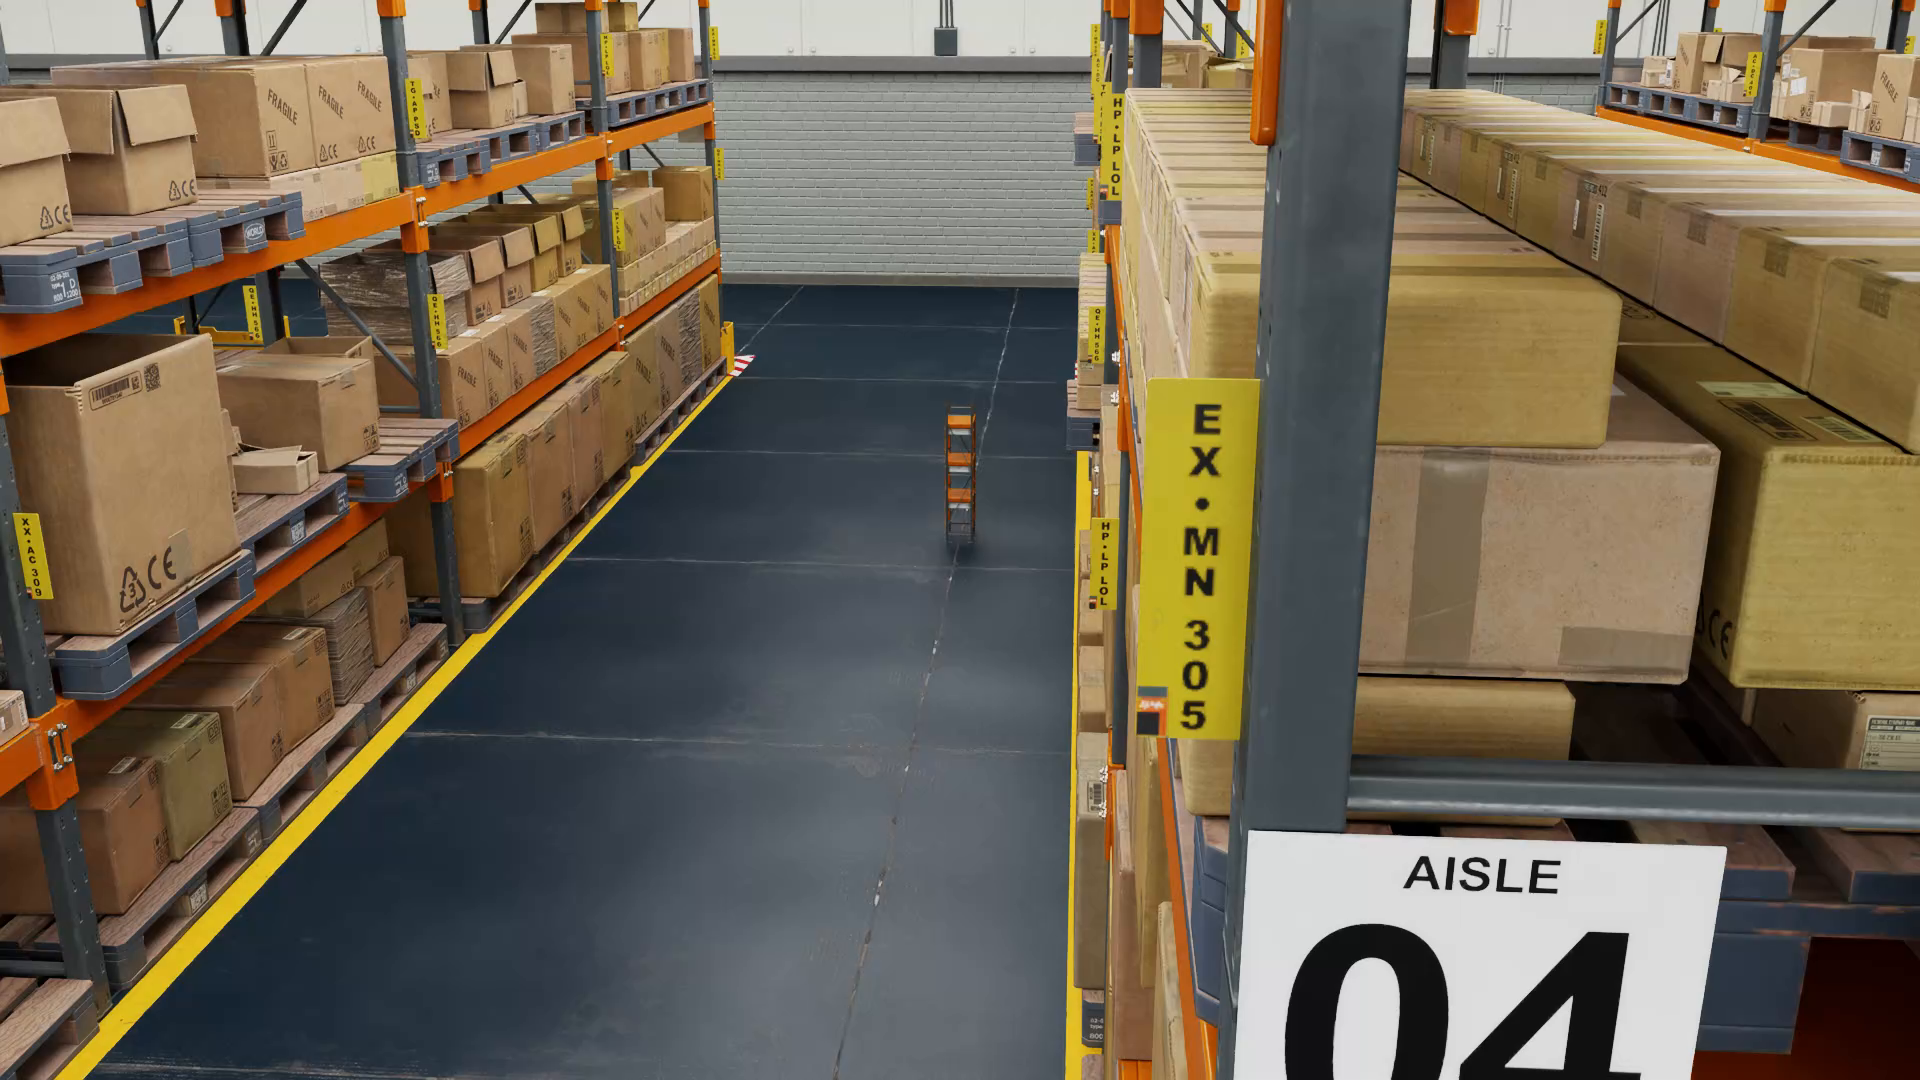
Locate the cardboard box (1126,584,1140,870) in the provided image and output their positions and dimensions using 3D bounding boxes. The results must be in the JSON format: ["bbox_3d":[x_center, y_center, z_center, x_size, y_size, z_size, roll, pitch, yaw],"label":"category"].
[{"bbox_3d":[0.873,0.471,4.193,0.875,0.550,0.550,1,18,4],"label":"cardboard box"}]

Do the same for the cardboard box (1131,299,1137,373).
[{"bbox_3d":[0.578,-0.448,3.725,0.380,0.149,0.250,1,18,4],"label":"cardboard box"}]

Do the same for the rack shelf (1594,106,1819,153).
[{"bbox_3d":[6.694,-3.506,14.645,1.077,0.370,4.000,1,18,4],"label":"rack shelf"}]

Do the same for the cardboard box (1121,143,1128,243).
[{"bbox_3d":[0.718,-0.993,4.748,0.500,0.250,0.500,1,18,4],"label":"cardboard box"}]

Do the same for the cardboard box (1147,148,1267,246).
[{"bbox_3d":[0.523,-0.593,2.886,0.380,0.149,0.250,1,18,3],"label":"cardboard box"}]

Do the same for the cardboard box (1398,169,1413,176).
[{"bbox_3d":[1.217,-0.823,4.229,0.500,0.250,0.500,1,18,4],"label":"cardboard box"}]

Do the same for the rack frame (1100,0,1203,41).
[{"bbox_3d":[1.893,-5.974,16.203,1.000,3.000,0.127,1,18,4],"label":"rack frame"}]

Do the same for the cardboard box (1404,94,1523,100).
[{"bbox_3d":[1.306,-1.129,4.522,0.380,0.149,0.250,1,18,4],"label":"cardboard box"}]

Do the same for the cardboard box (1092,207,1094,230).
[{"bbox_3d":[1.585,-3.179,16.669,0.500,0.500,0.500,2,18,7],"label":"cardboard box"}]

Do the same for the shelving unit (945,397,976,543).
[{"bbox_3d":[0.004,-0.516,12.310,0.215,1.050,0.252,1,18,4],"label":"shelving unit"}]

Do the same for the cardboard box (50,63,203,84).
[{"bbox_3d":[-3.980,-2.037,8.042,0.500,0.500,0.500,1,18,2],"label":"cardboard box"}]

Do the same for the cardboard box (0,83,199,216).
[{"bbox_3d":[-3.708,-1.649,6.980,0.797,0.503,0.637,2,18,6],"label":"cardboard box"}]

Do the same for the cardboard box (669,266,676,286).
[{"bbox_3d":[-2.871,-2.472,15.554,0.380,0.149,0.250,1,18,2],"label":"cardboard box"}]

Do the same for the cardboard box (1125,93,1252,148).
[{"bbox_3d":[0.650,-1.143,4.566,0.380,0.149,0.250,1,18,3],"label":"cardboard box"}]

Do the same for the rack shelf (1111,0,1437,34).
[{"bbox_3d":[1.176,-2.336,6.899,1.077,0.370,4.000,1,18,4],"label":"rack shelf"}]

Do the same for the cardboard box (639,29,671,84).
[{"bbox_3d":[-3.192,-4.651,15.986,0.700,0.500,0.500,1,18,2],"label":"cardboard box"}]

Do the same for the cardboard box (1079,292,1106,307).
[{"bbox_3d":[0.992,-1.565,11.157,0.380,0.149,0.250,2,18,7],"label":"cardboard box"}]

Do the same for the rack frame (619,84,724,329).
[{"bbox_3d":[-3.047,-3.265,17.571,1.000,3.000,0.127,1,18,4],"label":"rack frame"}]

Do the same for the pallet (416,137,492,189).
[{"bbox_3d":[-3.627,-2.317,10.164,1.213,0.211,1.003,2,18,6],"label":"pallet"}]

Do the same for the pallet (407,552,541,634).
[{"bbox_3d":[-3.489,0.301,11.164,1.003,0.211,1.213,1,18,4],"label":"pallet"}]

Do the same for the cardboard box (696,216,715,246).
[{"bbox_3d":[-2.817,-3.179,17.070,0.500,0.250,0.500,1,18,3],"label":"cardboard box"}]

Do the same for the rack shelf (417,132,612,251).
[{"bbox_3d":[-3.477,-2.485,11.529,1.077,0.370,4.000,1,18,4],"label":"rack shelf"}]

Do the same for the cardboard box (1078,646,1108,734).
[{"bbox_3d":[1.060,0.979,7.557,1.050,0.750,0.750,1,18,4],"label":"cardboard box"}]

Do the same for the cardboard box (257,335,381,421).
[{"bbox_3d":[-3.619,-0.859,9.393,0.500,0.500,0.500,-1,18,-3],"label":"cardboard box"}]

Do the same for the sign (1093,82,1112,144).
[{"bbox_3d":[0.778,-2.322,9.046,0.100,0.325,0.005,1,18,4],"label":"sign"}]

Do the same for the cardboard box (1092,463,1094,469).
[{"bbox_3d":[1.252,-0.505,12.486,0.500,0.500,0.500,2,18,6],"label":"cardboard box"}]

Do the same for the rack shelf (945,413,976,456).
[{"bbox_3d":[0.004,-0.775,12.225,0.215,0.259,0.240,1,18,4],"label":"rack shelf"}]

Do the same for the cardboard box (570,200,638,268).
[{"bbox_3d":[-3.045,-2.592,14.076,0.500,0.500,0.500,1,18,4],"label":"cardboard box"}]

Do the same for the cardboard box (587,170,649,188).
[{"bbox_3d":[-3.387,-3.393,16.521,0.500,0.500,0.500,1,18,3],"label":"cardboard box"}]

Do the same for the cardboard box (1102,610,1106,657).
[{"bbox_3d":[0.840,0.231,6.739,0.500,0.500,0.500,1,18,3],"label":"cardboard box"}]

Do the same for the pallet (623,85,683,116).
[{"bbox_3d":[-3.175,-4.038,15.254,1.003,0.211,1.213,1,18,4],"label":"pallet"}]

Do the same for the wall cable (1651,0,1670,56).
[{"bbox_3d":[10.490,-7.594,21.087,2.988,3.039,0.133,1,18,4],"label":"wall cable"}]

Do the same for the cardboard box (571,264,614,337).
[{"bbox_3d":[-3.095,-1.919,13.302,0.500,0.500,0.500,1,18,4],"label":"cardboard box"}]

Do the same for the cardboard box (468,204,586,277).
[{"bbox_3d":[-3.371,-2.349,13.002,0.797,0.503,0.637,1,18,2],"label":"cardboard box"}]

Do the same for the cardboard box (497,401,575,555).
[{"bbox_3d":[-3.479,-0.461,11.751,1.225,0.875,0.875,1,18,4],"label":"cardboard box"}]

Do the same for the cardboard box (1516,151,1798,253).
[{"bbox_3d":[1.179,-0.577,2.838,0.380,0.149,0.250,1,18,3],"label":"cardboard box"}]

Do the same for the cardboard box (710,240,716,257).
[{"bbox_3d":[-2.744,-3.028,17.250,0.380,0.149,0.250,2,18,5],"label":"cardboard box"}]

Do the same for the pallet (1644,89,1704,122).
[{"bbox_3d":[6.710,-3.817,14.579,1.003,0.211,1.213,1,18,4],"label":"pallet"}]

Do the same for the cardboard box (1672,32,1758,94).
[{"bbox_3d":[6.543,-4.141,14.432,0.500,0.500,0.500,2,18,5],"label":"cardboard box"}]

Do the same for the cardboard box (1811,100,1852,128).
[{"bbox_3d":[6.111,-2.931,11.433,0.380,0.166,0.250,0,18,0],"label":"cardboard box"}]

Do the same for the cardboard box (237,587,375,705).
[{"bbox_3d":[-3.676,0.579,9.146,0.700,0.500,0.500,0,18,-1],"label":"cardboard box"}]

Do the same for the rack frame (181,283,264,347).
[{"bbox_3d":[-7.987,-3.376,17.908,1.000,3.000,0.127,1,18,4],"label":"rack frame"}]

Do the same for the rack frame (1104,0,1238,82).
[{"bbox_3d":[1.606,-4.732,12.412,1.000,3.000,0.127,1,18,4],"label":"rack frame"}]

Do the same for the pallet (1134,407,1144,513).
[{"bbox_3d":[0.873,-0.148,3.382,1.003,0.211,1.213,1,18,4],"label":"pallet"}]

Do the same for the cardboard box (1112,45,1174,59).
[{"bbox_3d":[1.161,-3.007,10.574,0.396,0.266,0.258,1,18,4],"label":"cardboard box"}]

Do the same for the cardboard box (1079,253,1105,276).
[{"bbox_3d":[1.119,-2.132,12.885,0.380,0.149,0.250,2,18,7],"label":"cardboard box"}]

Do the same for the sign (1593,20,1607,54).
[{"bbox_3d":[6.284,-4.937,16.324,0.100,0.325,0.005,1,18,4],"label":"sign"}]

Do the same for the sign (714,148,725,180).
[{"bbox_3d":[-2.507,-3.912,17.304,0.100,0.325,0.005,1,18,4],"label":"sign"}]

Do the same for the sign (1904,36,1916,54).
[{"bbox_3d":[7.093,-3.613,12.480,0.100,0.325,0.005,1,18,4],"label":"sign"}]
